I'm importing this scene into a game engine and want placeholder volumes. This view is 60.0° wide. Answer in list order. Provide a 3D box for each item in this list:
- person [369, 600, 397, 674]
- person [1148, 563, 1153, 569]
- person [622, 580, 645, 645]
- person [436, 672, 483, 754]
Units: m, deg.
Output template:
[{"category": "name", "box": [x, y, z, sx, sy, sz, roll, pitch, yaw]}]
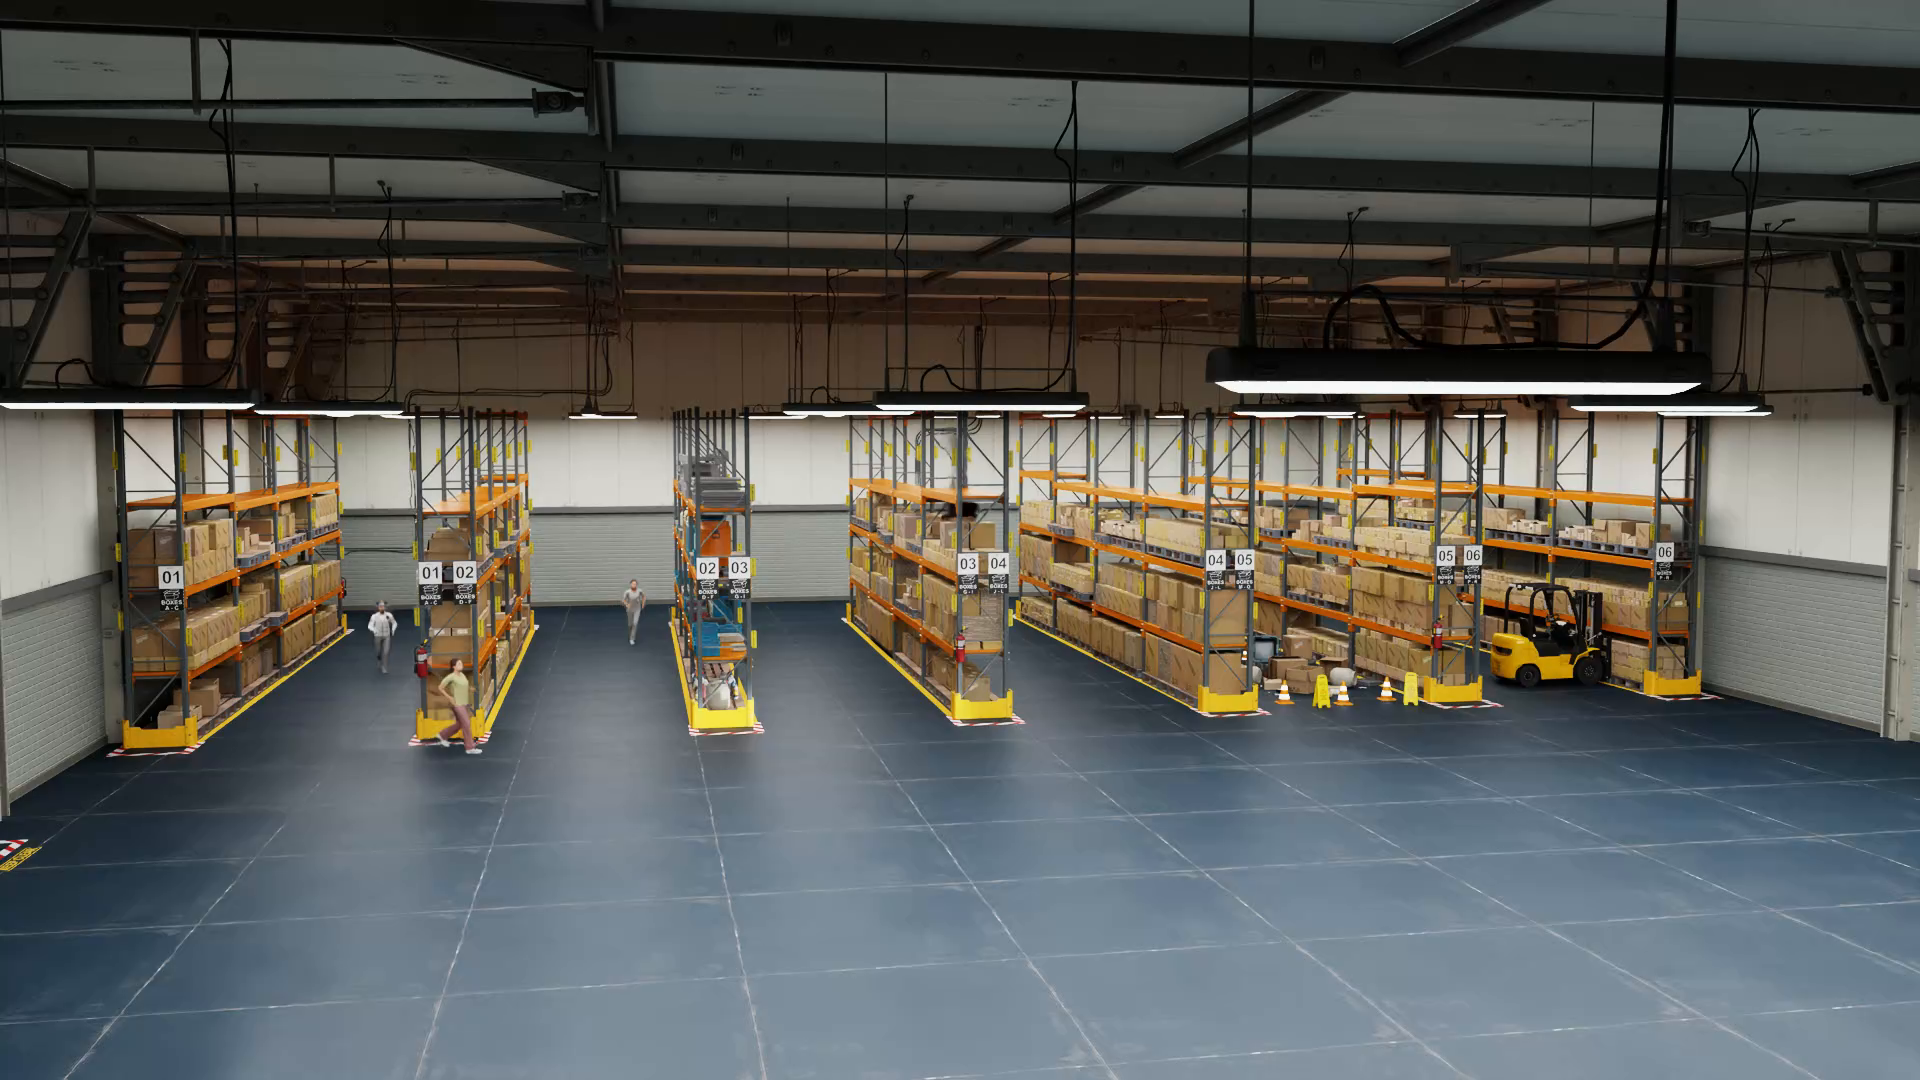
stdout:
[{"category": "person", "box": [-13.169, 2.199, 37.966, 0.625, 1.643, 0.724, -1, 4, -19]}, {"category": "person", "box": [5.706, 1.275, 51.107, 0.663, 1.621, 0.585, -2, 5, -29]}, {"category": "person", "box": [-8.456, 1.842, 43.143, 0.588, 1.659, 0.898, -1, 4, -12]}, {"category": "person", "box": [-8.650, 2.970, 28.662, 0.934, 1.392, 0.542, 1, 4, 14]}]
